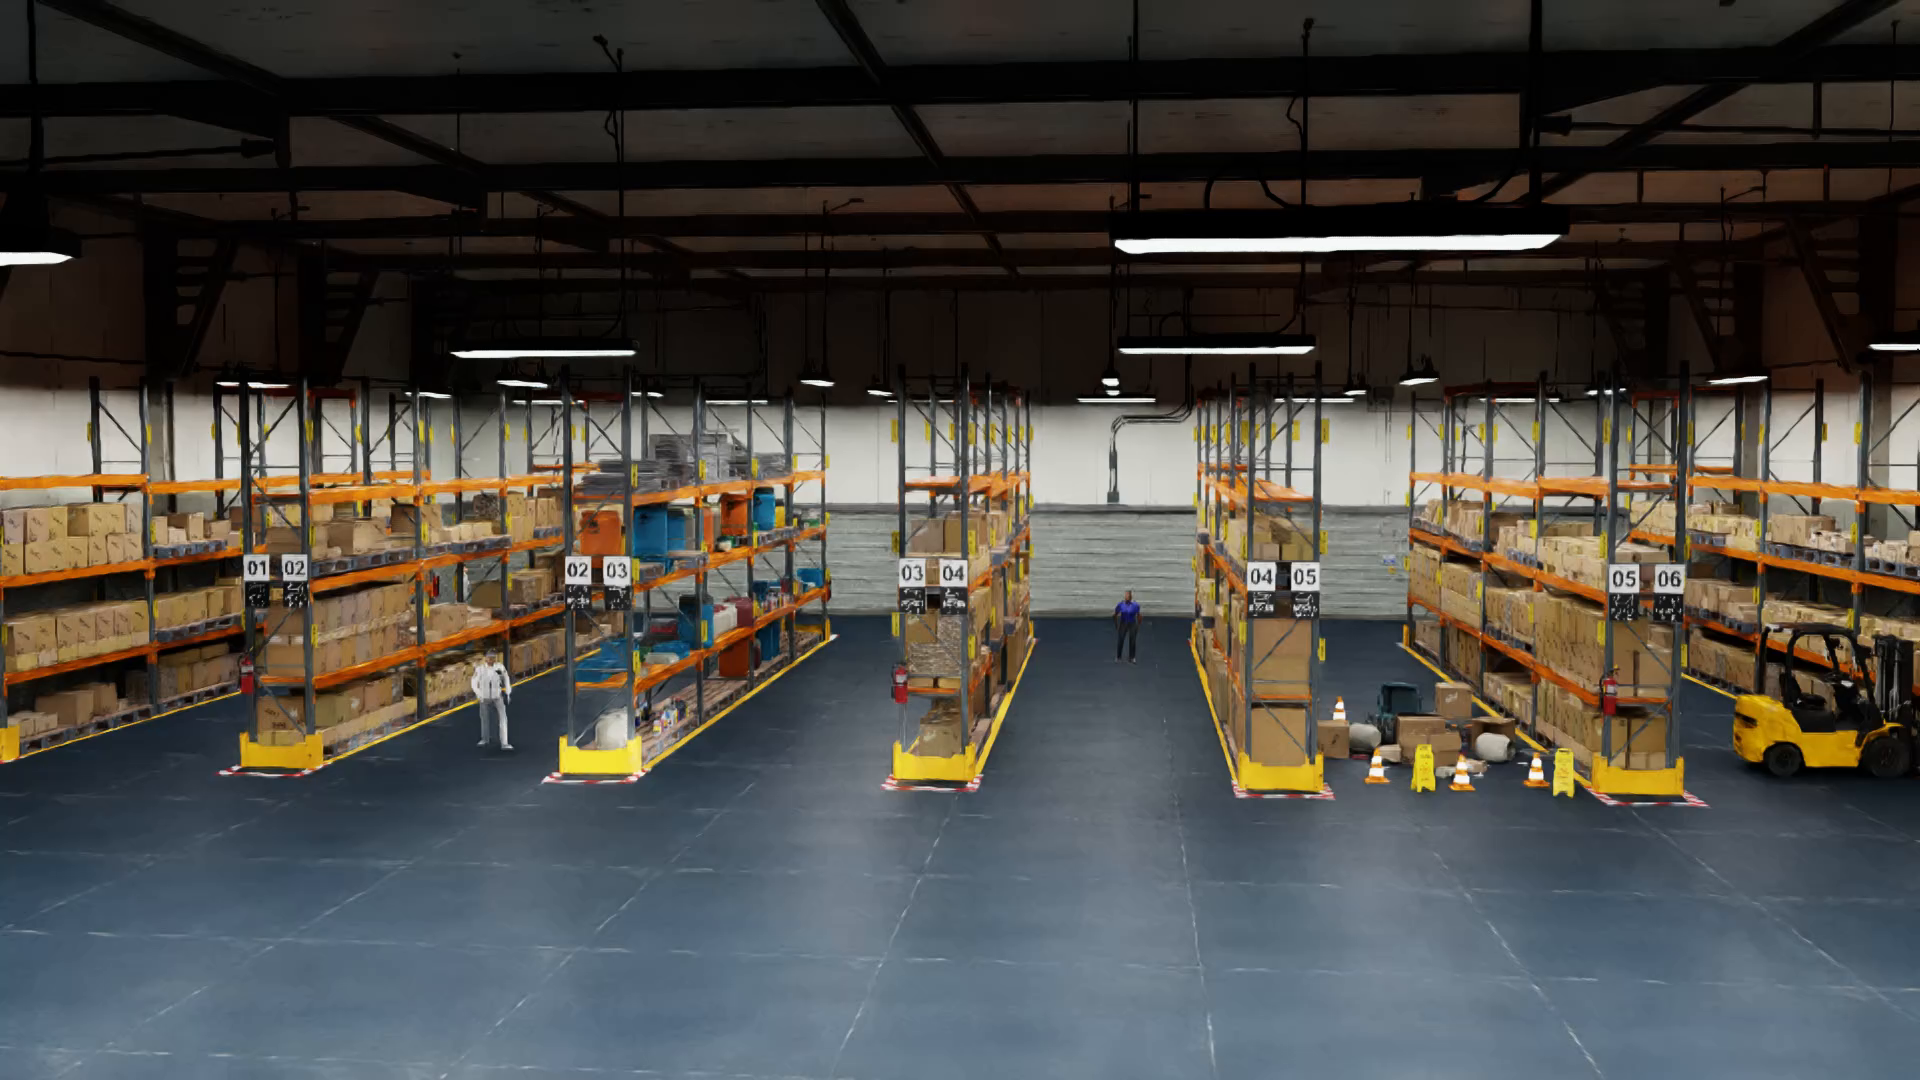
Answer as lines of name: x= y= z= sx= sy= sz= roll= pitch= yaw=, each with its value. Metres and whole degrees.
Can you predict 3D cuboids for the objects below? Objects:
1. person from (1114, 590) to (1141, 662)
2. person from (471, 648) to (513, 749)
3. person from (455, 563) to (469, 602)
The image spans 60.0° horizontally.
person: x=3.659 y=1.880 z=36.292 sx=0.581 sy=1.604 sz=0.518 roll=0 pitch=4 yaw=3
person: x=-7.431 y=2.493 z=26.414 sx=0.637 sy=1.607 sz=0.813 roll=-1 pitch=4 yaw=-12
person: x=-12.894 y=1.419 z=42.706 sx=0.447 sy=1.667 sz=0.627 roll=2 pitch=4 yaw=31
